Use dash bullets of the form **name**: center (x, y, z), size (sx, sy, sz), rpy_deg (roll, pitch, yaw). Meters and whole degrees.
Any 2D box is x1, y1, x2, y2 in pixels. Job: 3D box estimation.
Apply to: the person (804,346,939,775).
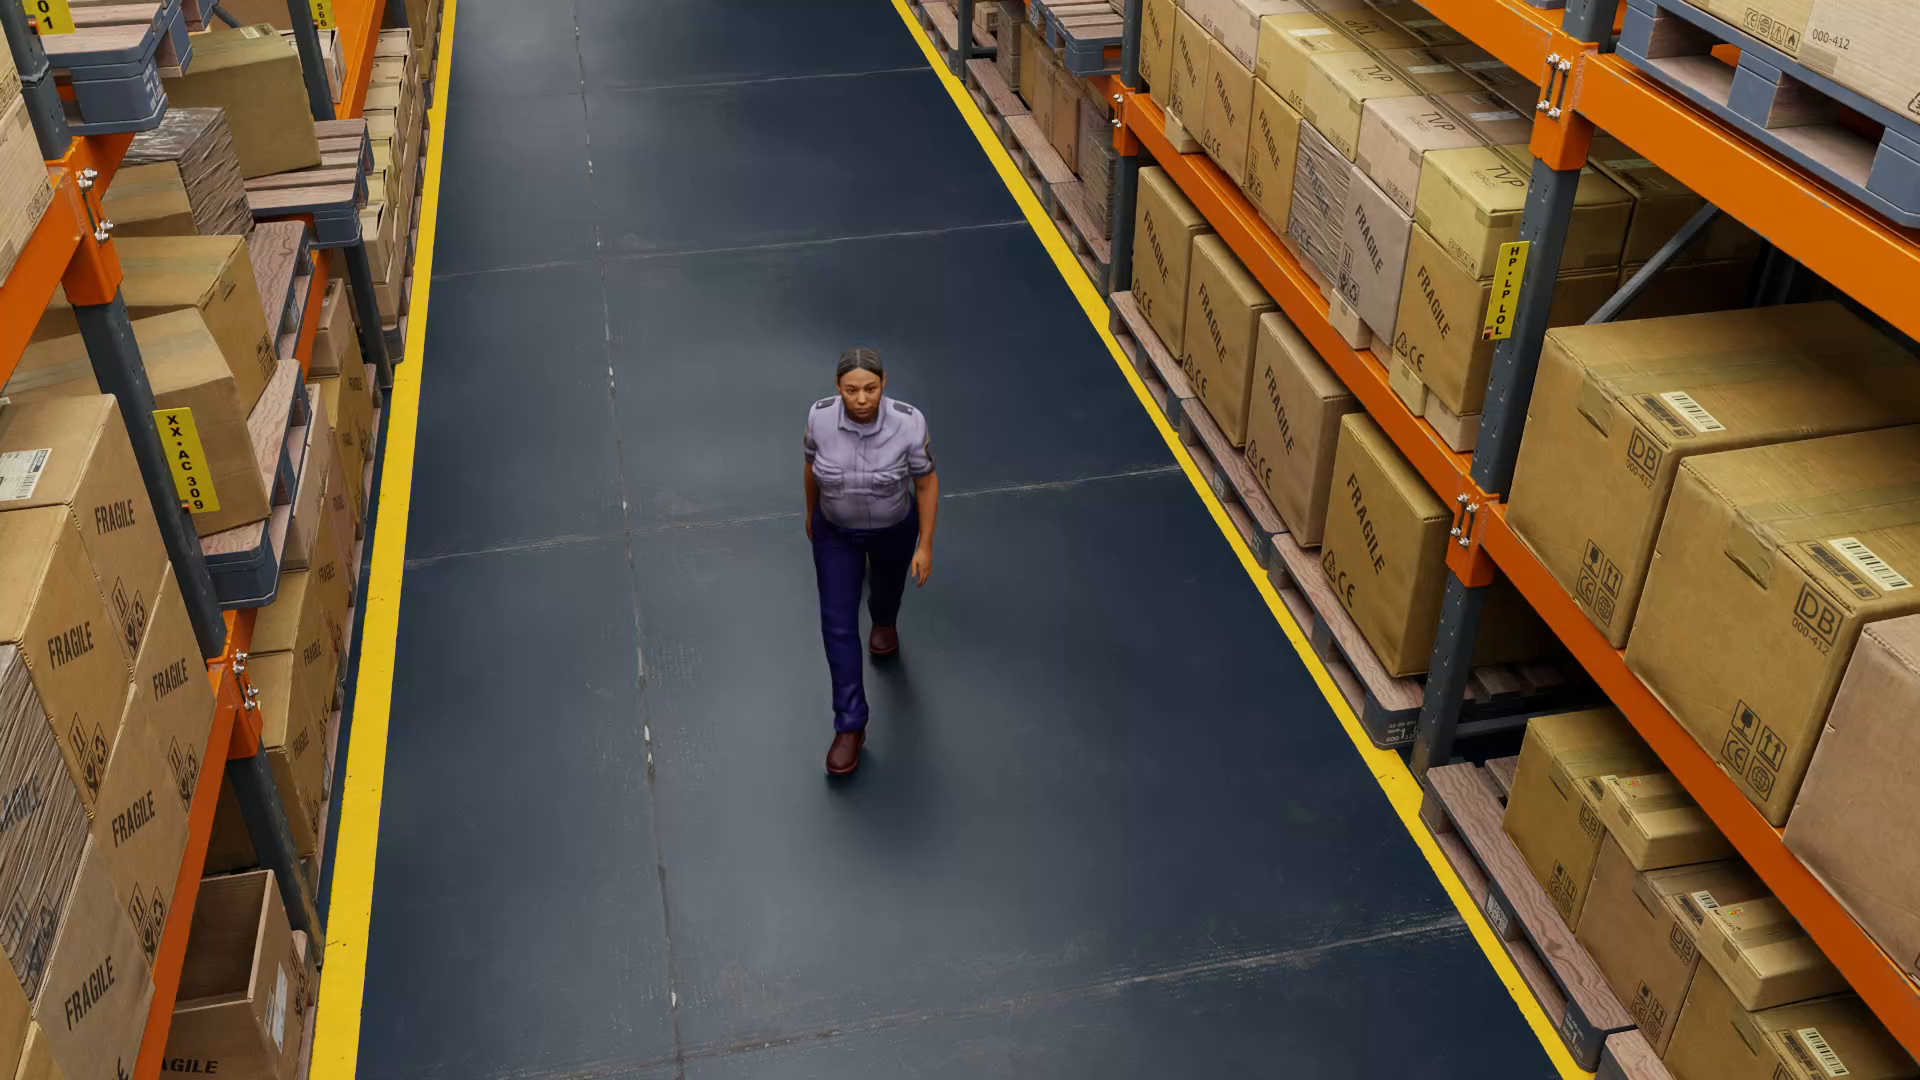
- **person**: center (-0.332, -0.026, 6.197), size (0.506, 1.576, 1.015), rpy_deg (-2, 35, -2)
